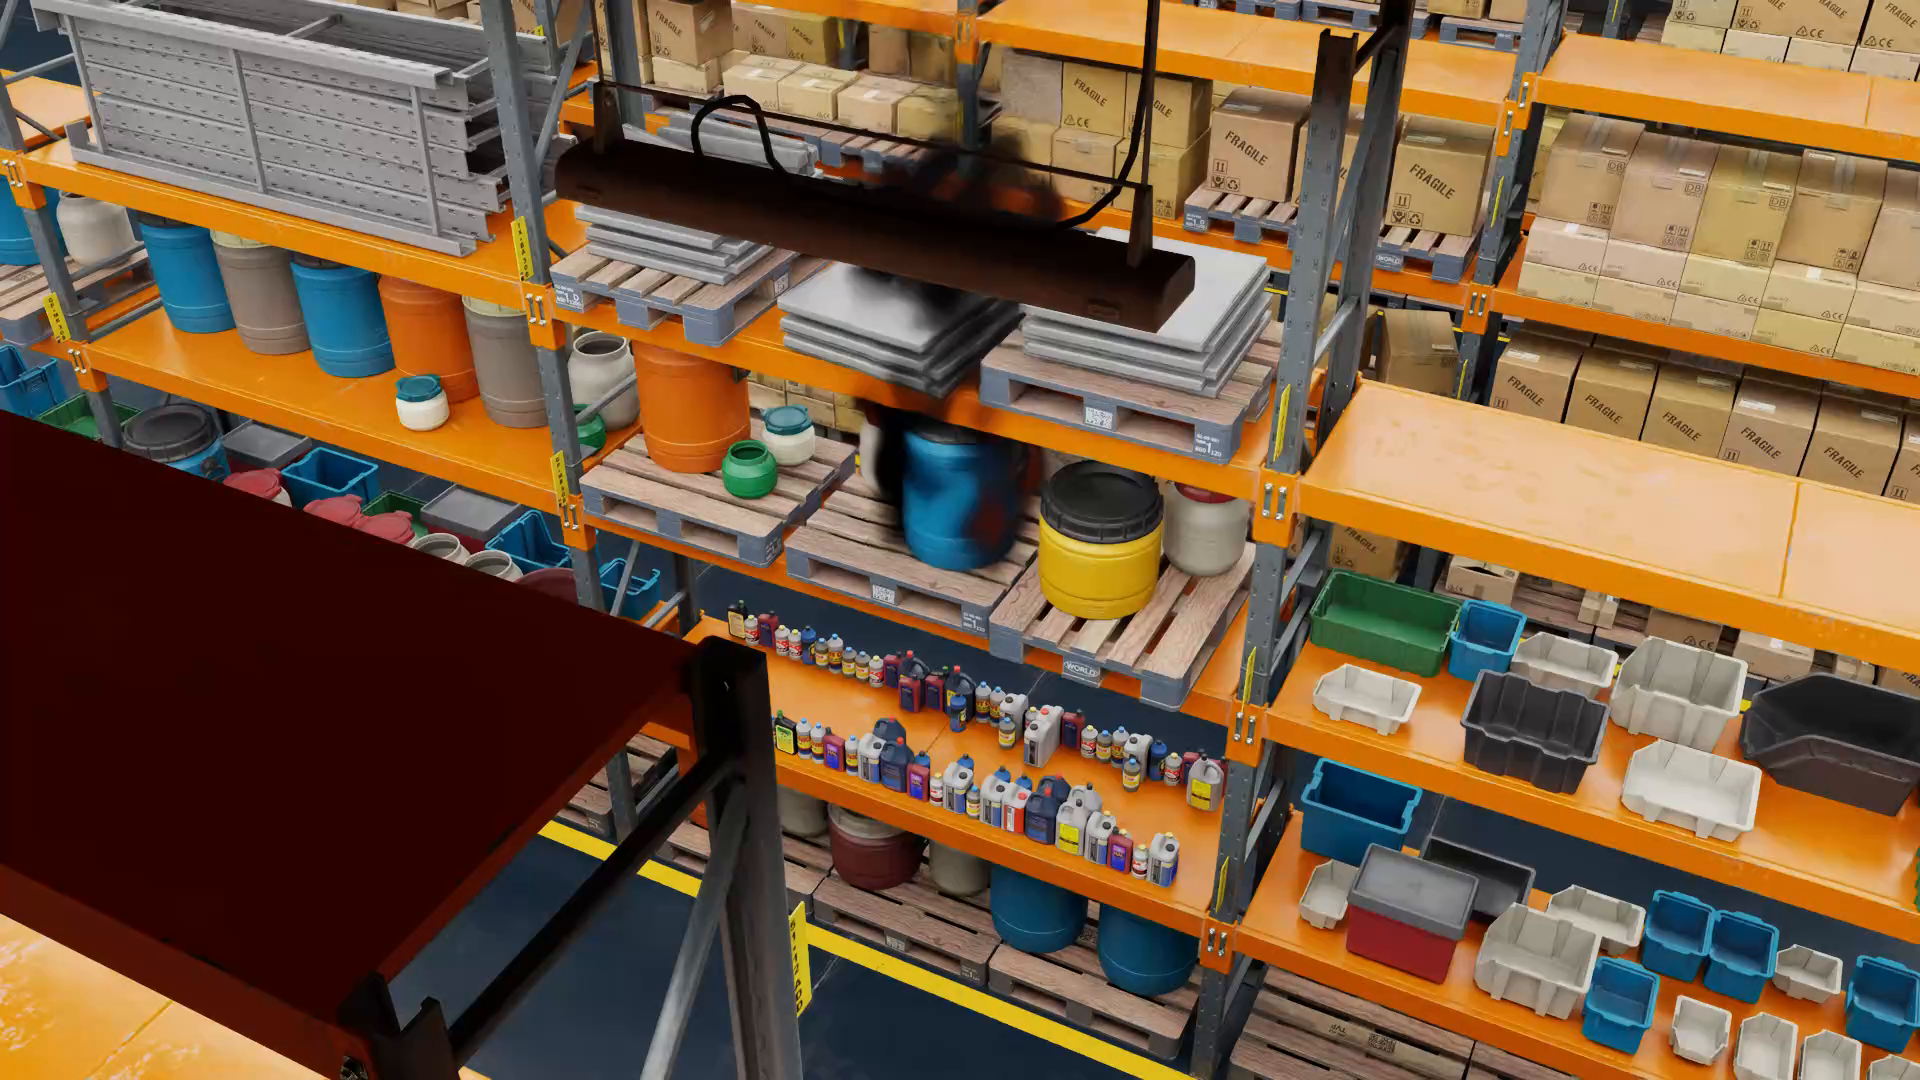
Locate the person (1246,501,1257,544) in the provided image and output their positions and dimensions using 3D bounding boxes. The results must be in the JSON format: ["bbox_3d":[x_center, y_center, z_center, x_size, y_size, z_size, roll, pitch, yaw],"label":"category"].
[{"bbox_3d":[1.919,0.256,11.502,0.601,1.755,0.705,10,36,15],"label":"person"}]
